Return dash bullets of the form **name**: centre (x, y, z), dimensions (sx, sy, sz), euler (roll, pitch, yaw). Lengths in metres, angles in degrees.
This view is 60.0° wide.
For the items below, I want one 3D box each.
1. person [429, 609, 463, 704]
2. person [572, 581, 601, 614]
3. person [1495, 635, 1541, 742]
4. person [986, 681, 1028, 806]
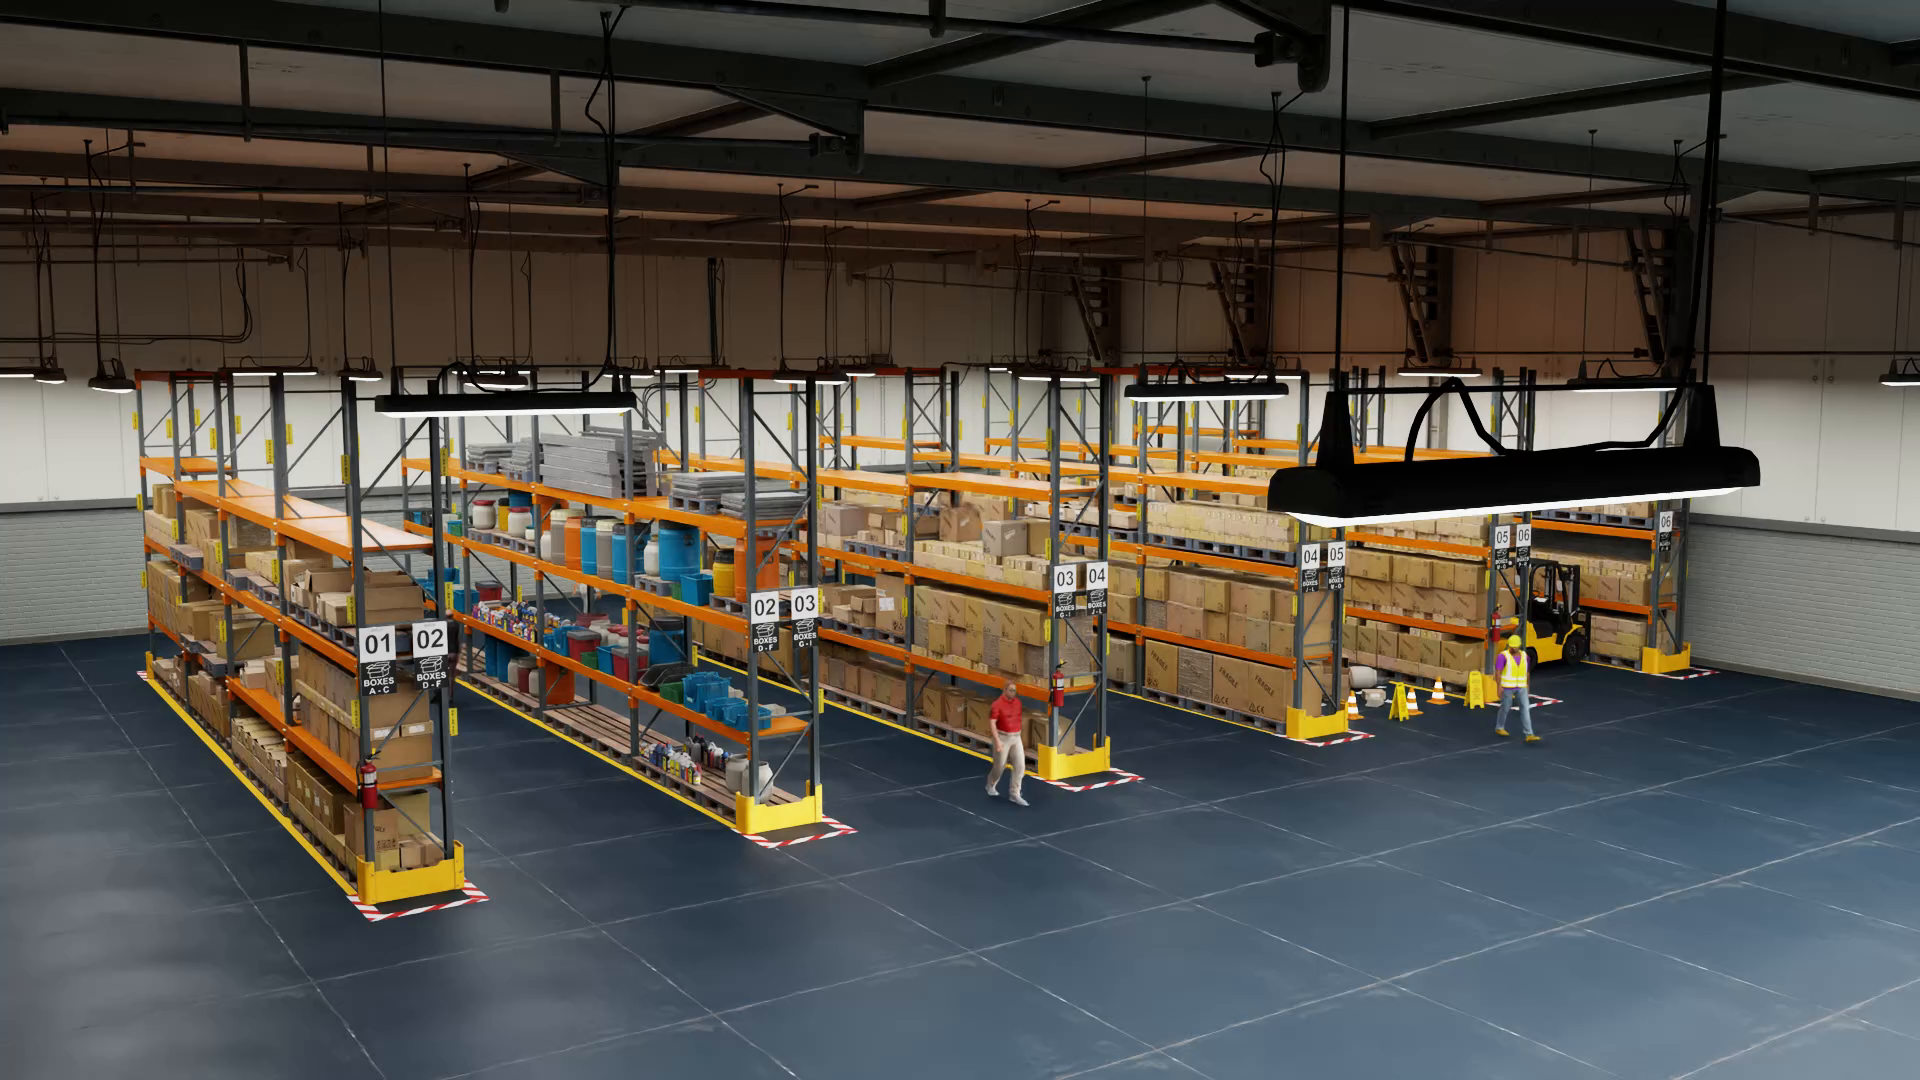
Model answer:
- **person**: centre (-9.291, 2.085, 30.002), dimensions (0.636, 1.723, 0.408), euler (-4, 8, -33)
- **person**: centre (-8.561, 1.224, 38.001), dimensions (0.486, 1.643, 0.832), euler (5, 8, 37)
- **person**: centre (9.070, 2.411, 27.153), dimensions (0.634, 1.737, 0.911), euler (0, 6, -3)
- **person**: centre (0.688, 2.852, 23.525), dimensions (0.618, 1.728, 0.780), euler (-5, 8, -39)
